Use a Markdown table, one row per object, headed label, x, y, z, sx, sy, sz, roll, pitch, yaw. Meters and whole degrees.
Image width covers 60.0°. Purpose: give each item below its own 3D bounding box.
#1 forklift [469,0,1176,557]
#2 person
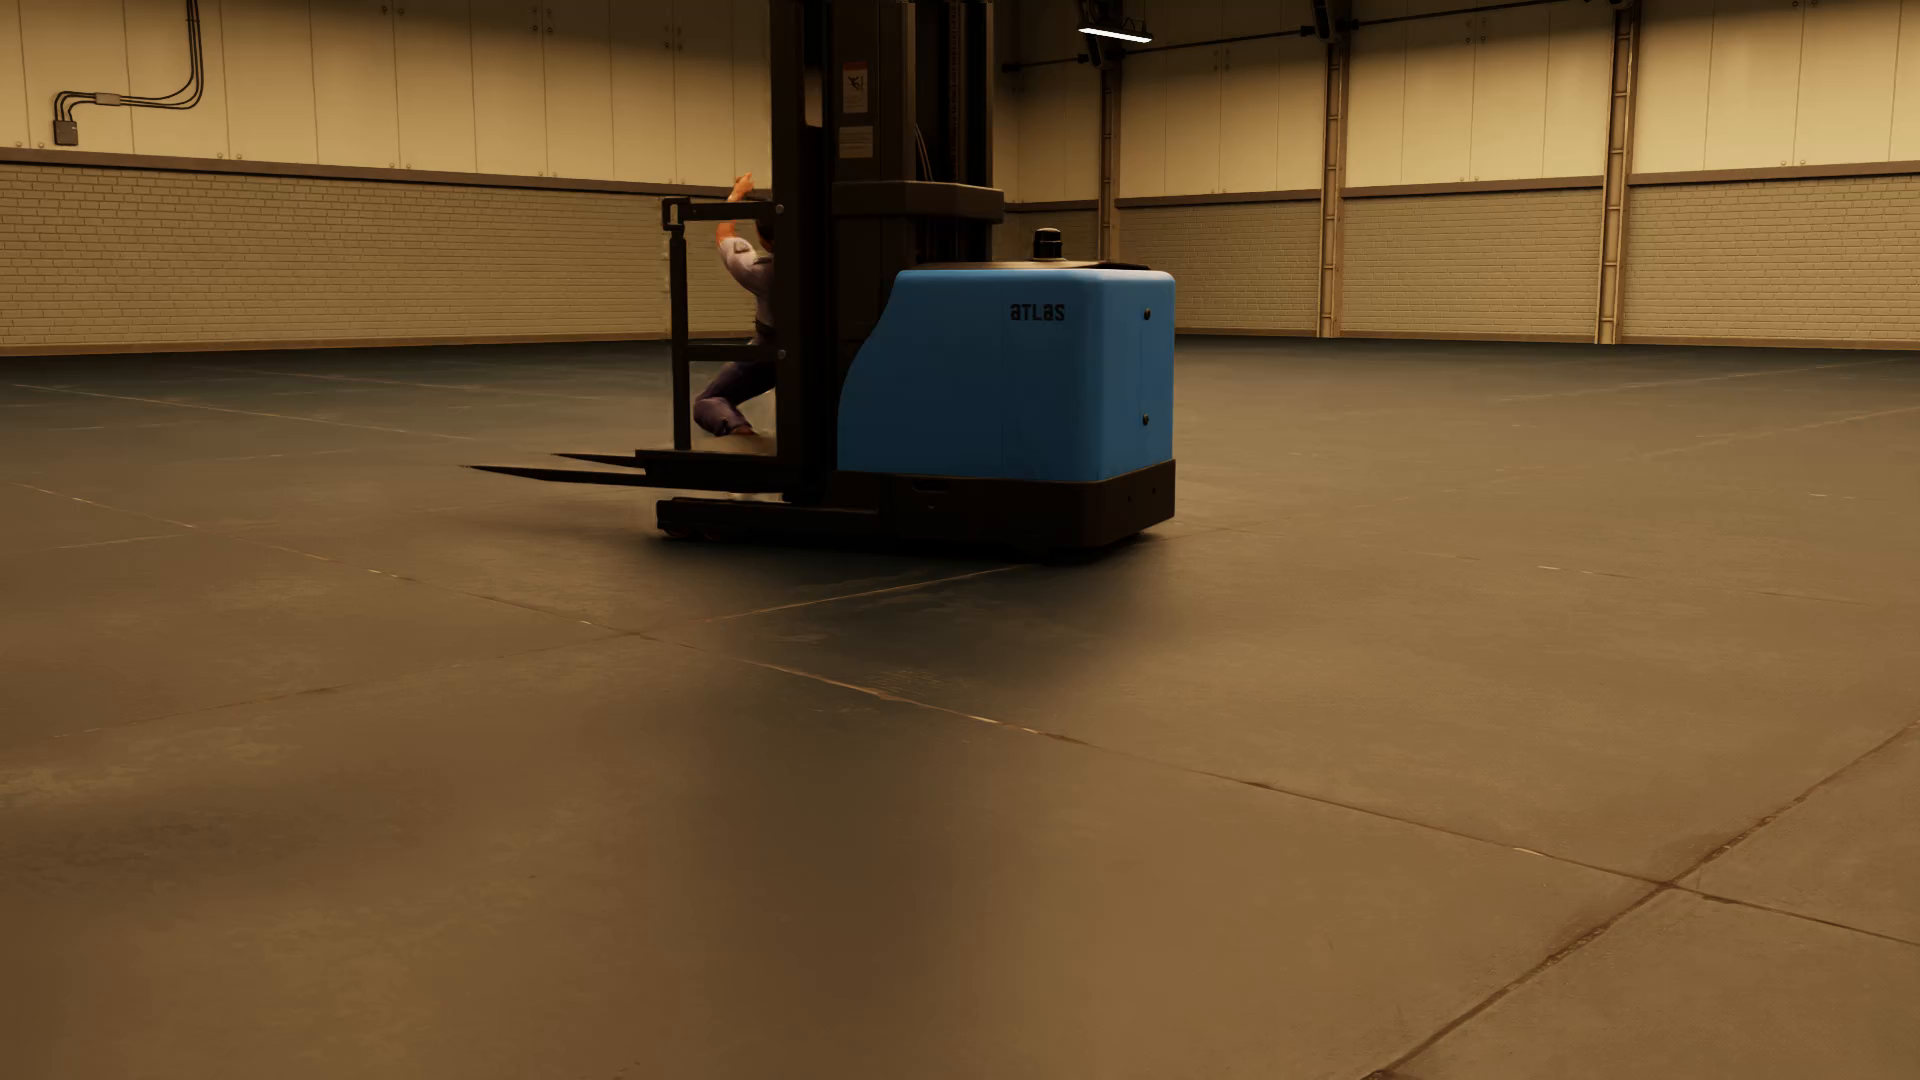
| label | x | y | z | sx | sy | sz | roll | pitch | yaw |
| --- | --- | --- | --- | --- | --- | --- | --- | --- | --- |
| forklift | -0.673 | -1.508 | 6.891 | 3.031 | 2.935 | 1.130 | 4 | 9 | 24 |
| person | -0.673 | -0.933 | 7.670 | 1.056 | 1.513 | 0.629 | -4 | 9 | -24 |
